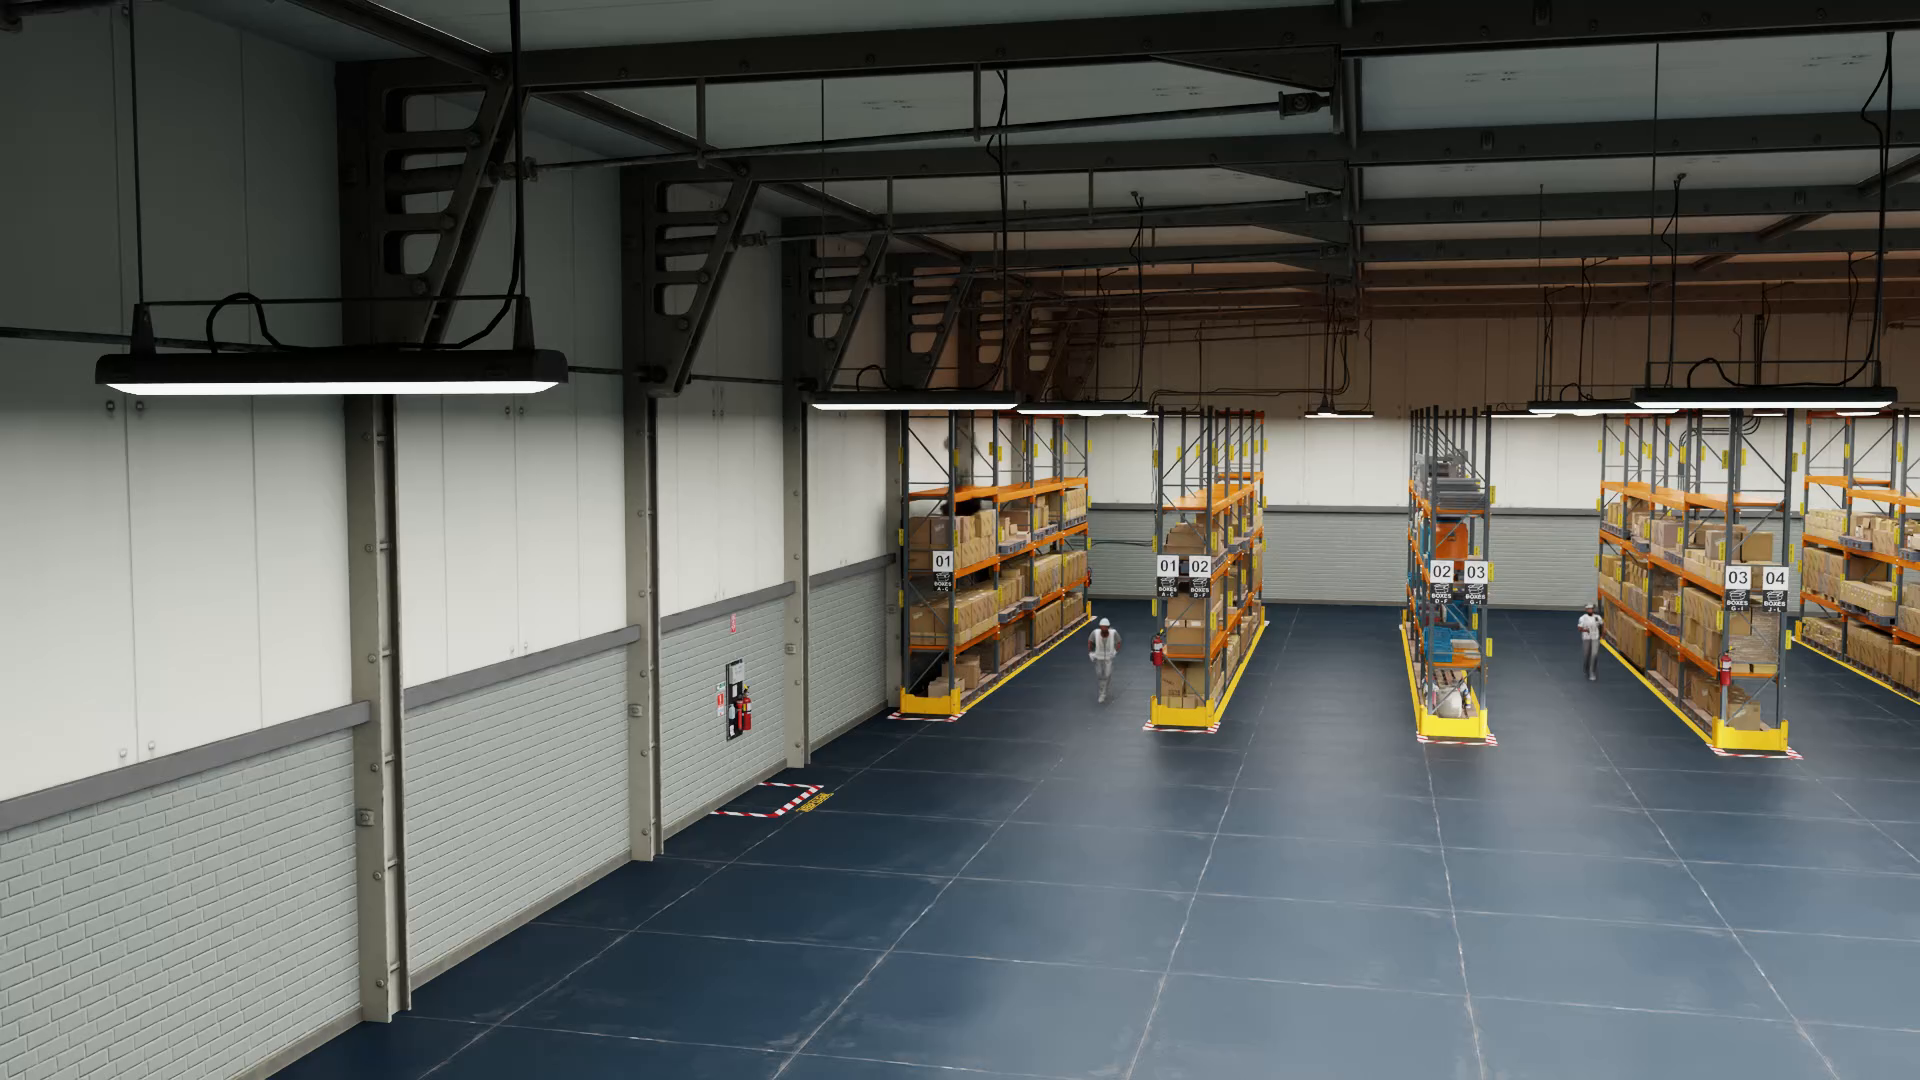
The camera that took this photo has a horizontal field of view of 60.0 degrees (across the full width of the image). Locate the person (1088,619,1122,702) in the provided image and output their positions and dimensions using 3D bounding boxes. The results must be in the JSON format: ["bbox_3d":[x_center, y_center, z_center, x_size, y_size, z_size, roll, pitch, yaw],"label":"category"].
[{"bbox_3d":[2.970,2.442,34.142,0.681,1.715,0.876,0,4,1],"label":"person"}]

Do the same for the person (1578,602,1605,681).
[{"bbox_3d":[14.031,2.248,36.967,0.582,1.736,0.765,2,4,20],"label":"person"}]

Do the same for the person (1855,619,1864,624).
[{"bbox_3d":[23.481,1.727,43.782,0.636,1.738,0.782,-4,6,-44],"label":"person"}]

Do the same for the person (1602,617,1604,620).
[{"bbox_3d":[17.939,1.626,45.653,0.734,1.796,0.841,1,4,15],"label":"person"}]
